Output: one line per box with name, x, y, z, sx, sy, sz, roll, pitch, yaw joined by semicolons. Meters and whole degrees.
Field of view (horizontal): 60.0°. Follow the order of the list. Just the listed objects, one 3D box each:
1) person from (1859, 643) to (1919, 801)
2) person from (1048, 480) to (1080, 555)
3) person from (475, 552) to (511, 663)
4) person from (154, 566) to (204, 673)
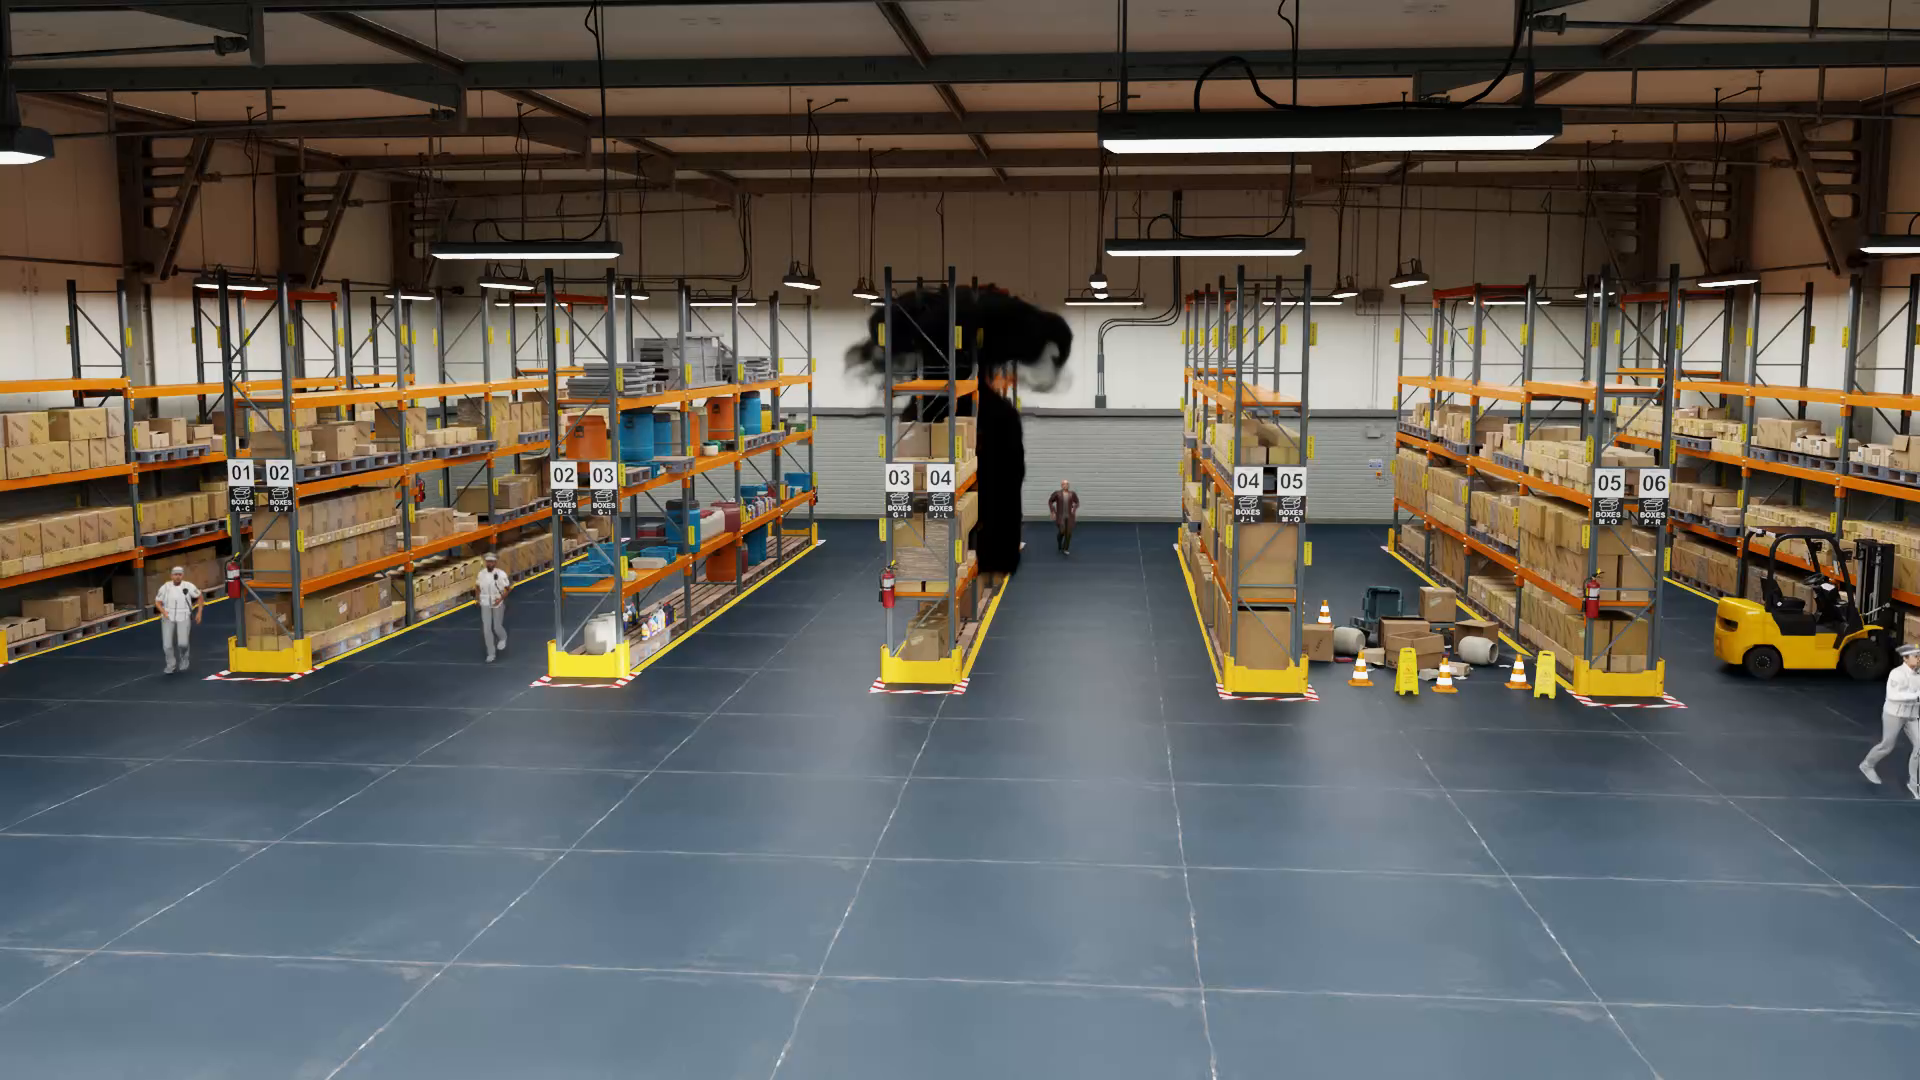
person;10.309;1.968;18.293;0.597;1.764;0.834;-2;7;-18
person;2.427;-0.521;38.439;0.716;1.742;0.634;-1;7;-6
person;-7.319;1.024;26.048;0.582;1.699;0.763;0;7;-3
person;-11.655;1.188;24.821;0.655;1.608;0.573;-2;7;-18
